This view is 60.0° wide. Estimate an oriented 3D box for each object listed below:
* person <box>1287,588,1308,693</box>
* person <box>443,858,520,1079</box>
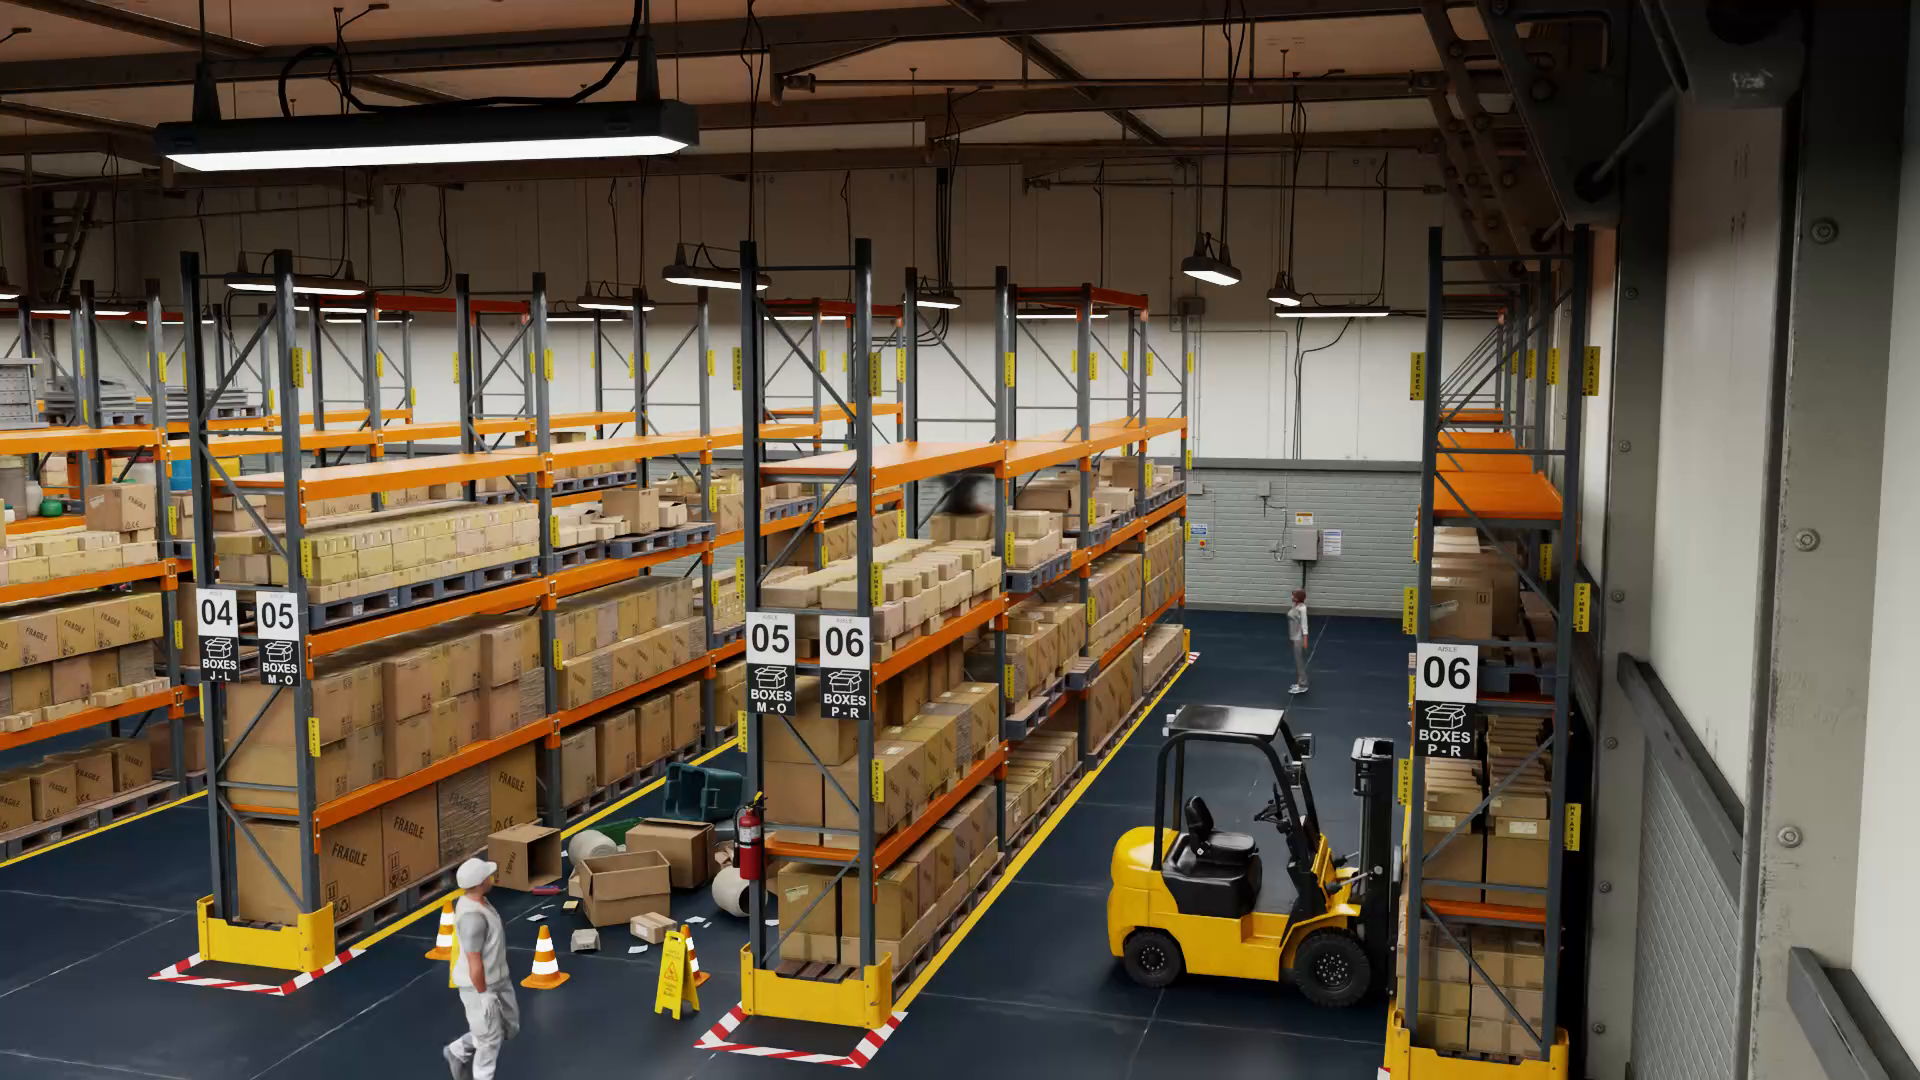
[{"bbox_3d":[5.172,1.531,25.428,0.342,1.597,0.479,0,6,2],"label":"person"},{"bbox_3d":[-3.297,3.009,11.320,0.608,1.769,0.530,2,7,19],"label":"person"}]
